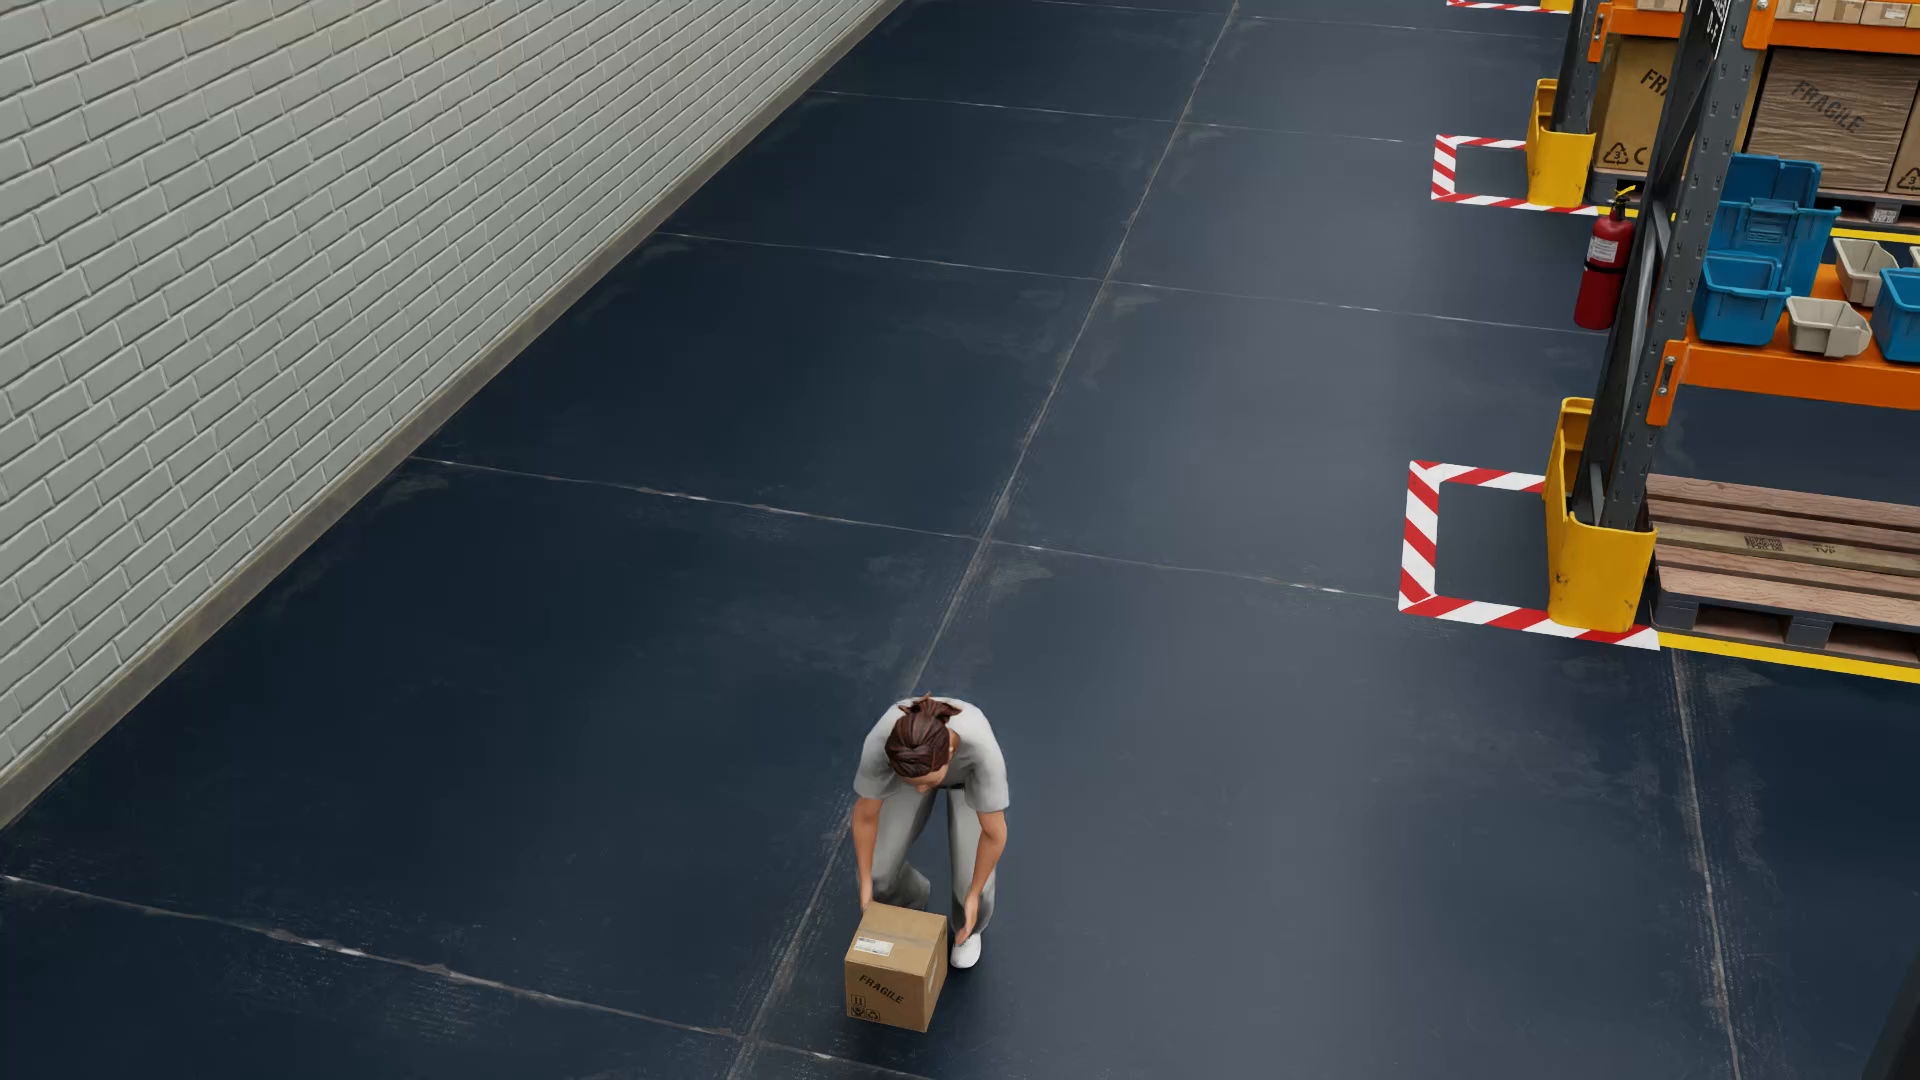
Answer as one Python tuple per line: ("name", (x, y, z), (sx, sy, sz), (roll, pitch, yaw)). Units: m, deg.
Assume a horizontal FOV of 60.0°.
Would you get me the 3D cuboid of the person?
("person", (-0.065, 0.872, 5.241), (0.496, 1.194, 0.725), (8, 34, 12))
